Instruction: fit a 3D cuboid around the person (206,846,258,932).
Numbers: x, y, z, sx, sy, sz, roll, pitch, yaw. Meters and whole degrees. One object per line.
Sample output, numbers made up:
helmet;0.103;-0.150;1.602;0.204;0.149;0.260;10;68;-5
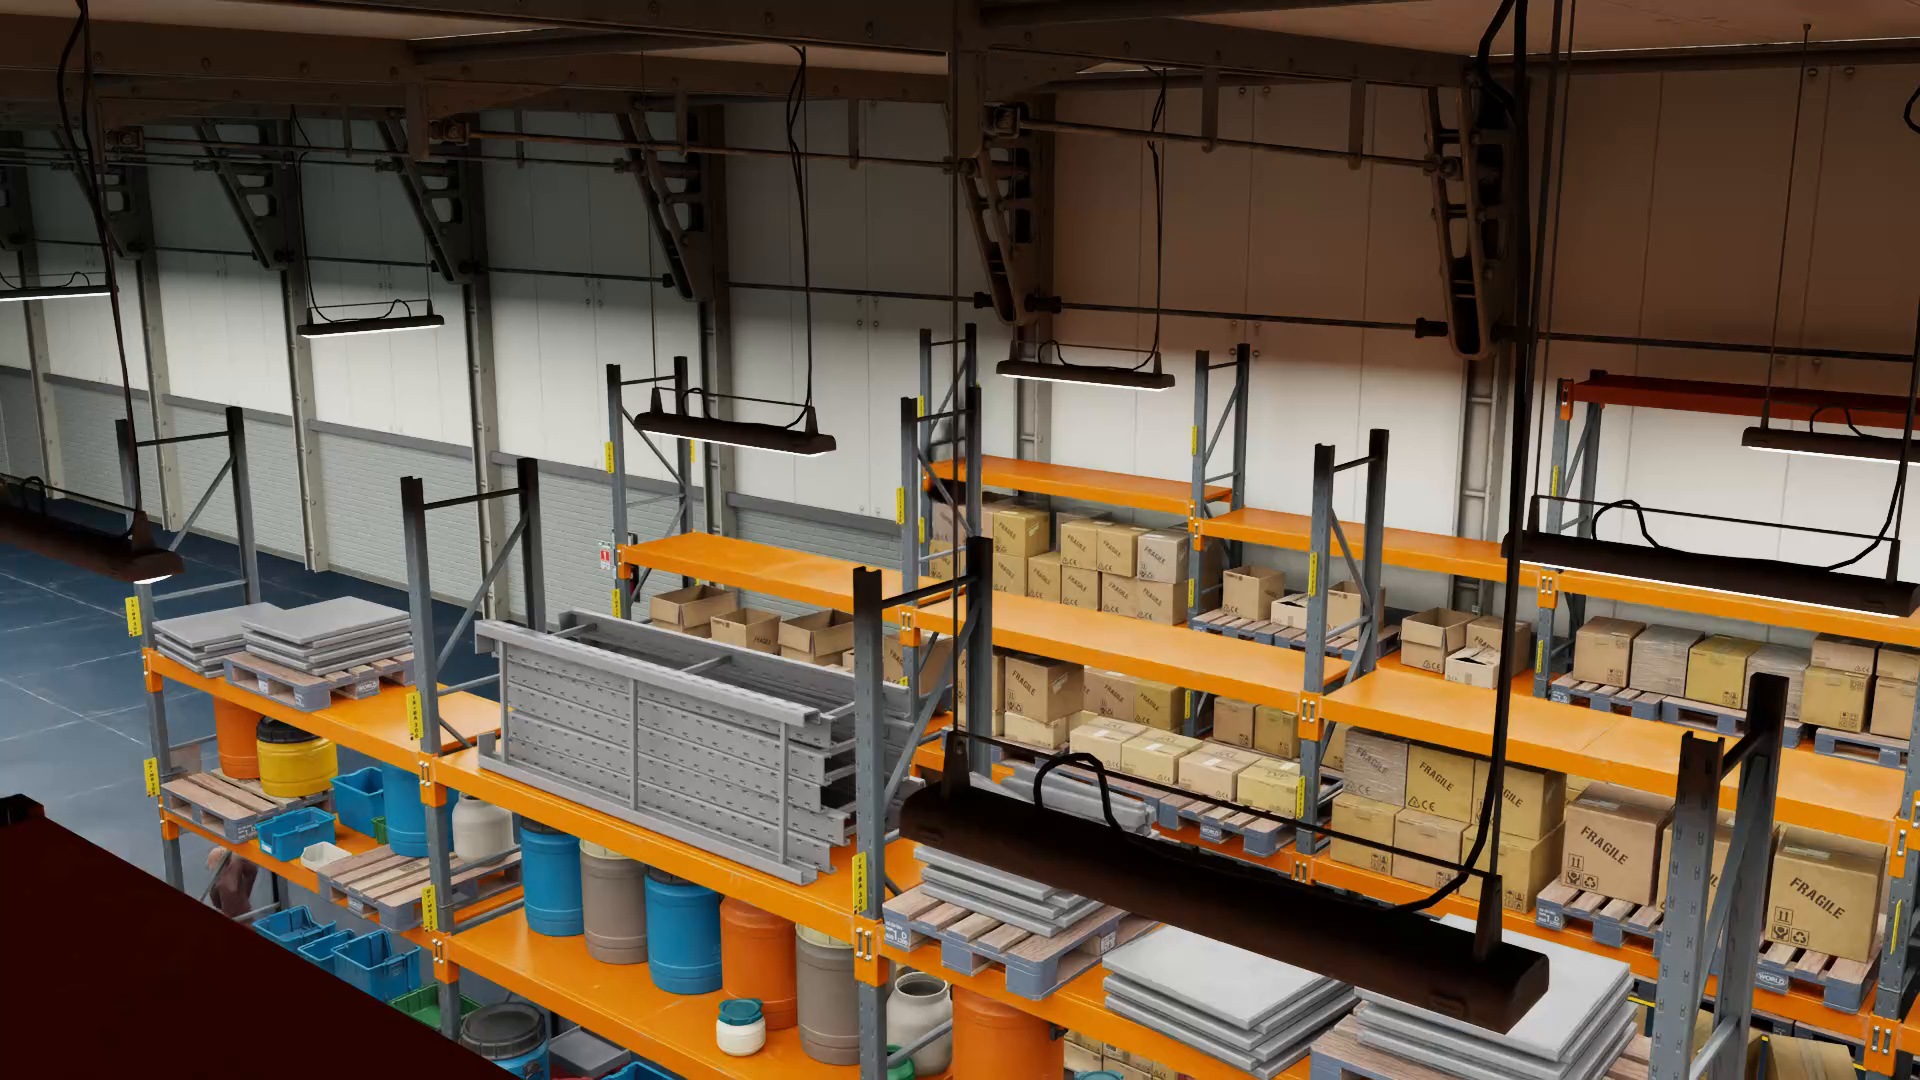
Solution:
person;-7.002;3.689;16.078;0.715;1.699;0.848;-5;14;-21
